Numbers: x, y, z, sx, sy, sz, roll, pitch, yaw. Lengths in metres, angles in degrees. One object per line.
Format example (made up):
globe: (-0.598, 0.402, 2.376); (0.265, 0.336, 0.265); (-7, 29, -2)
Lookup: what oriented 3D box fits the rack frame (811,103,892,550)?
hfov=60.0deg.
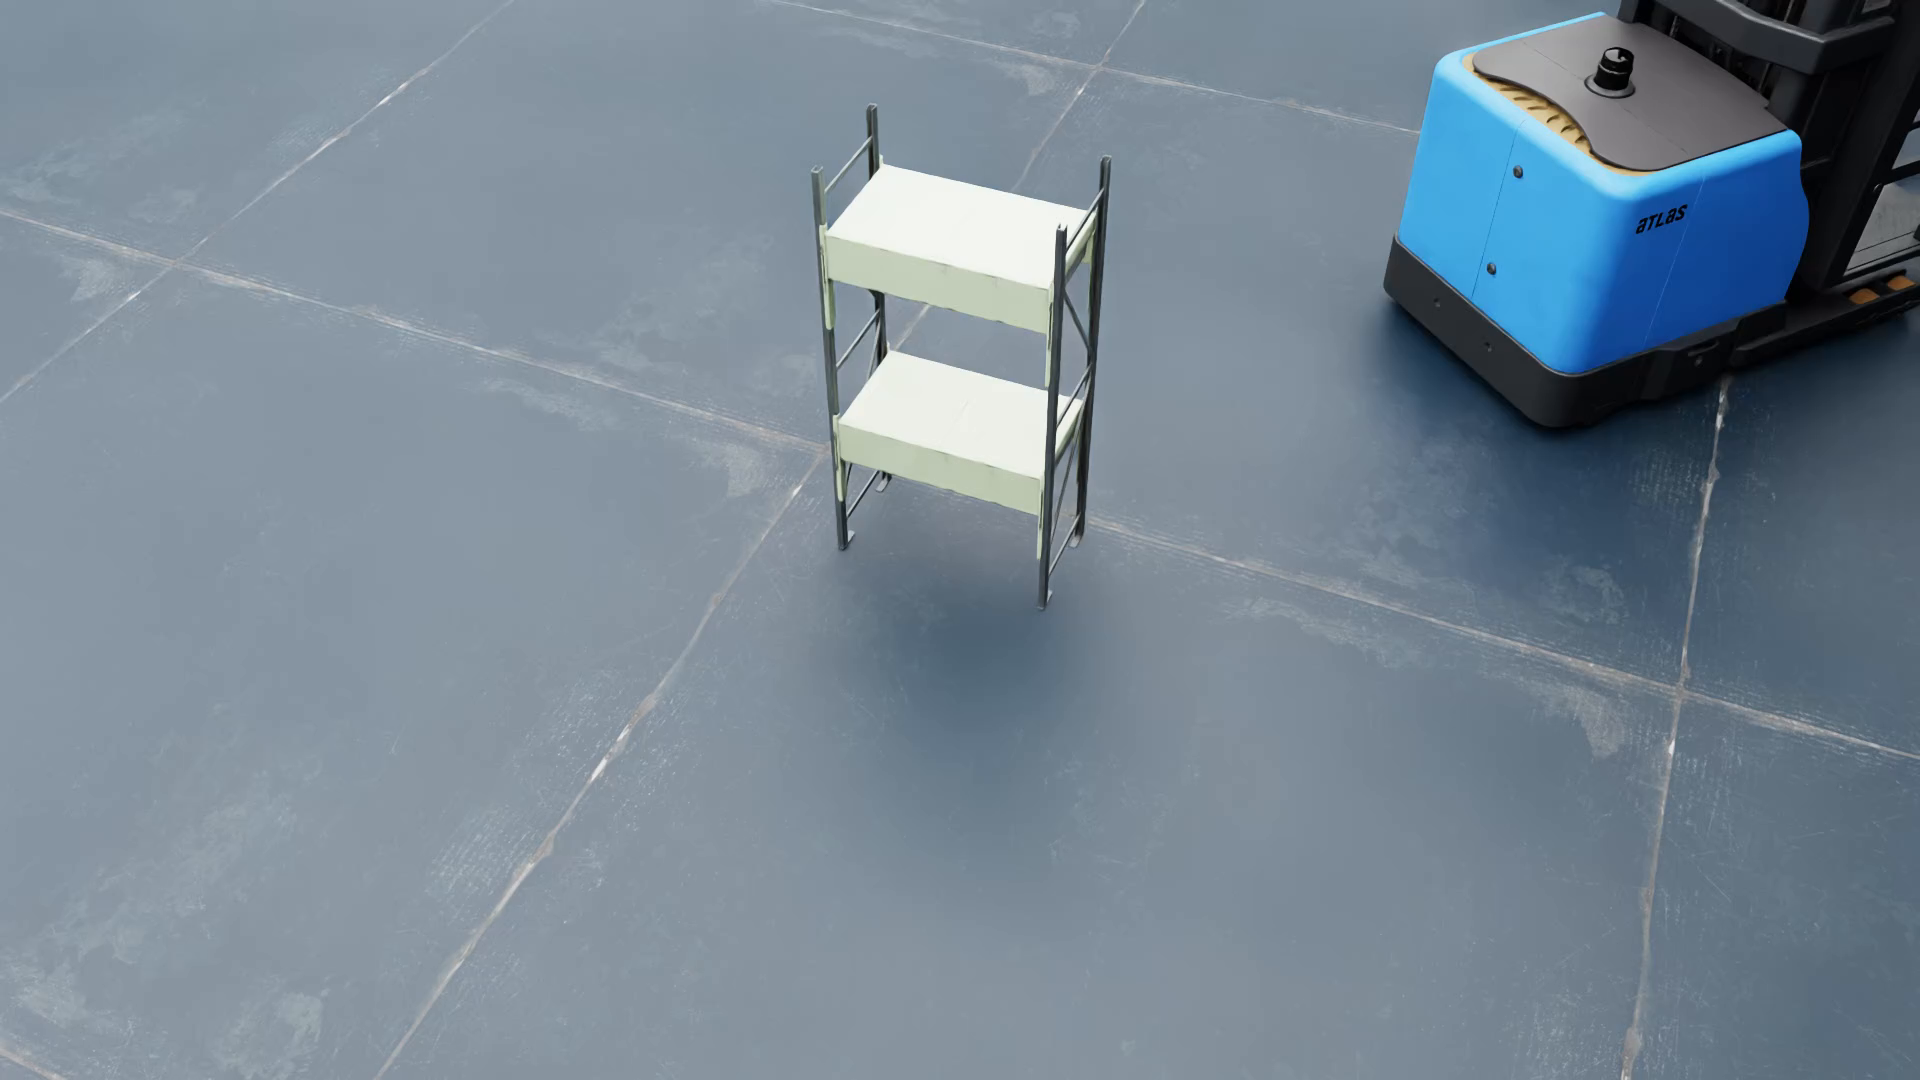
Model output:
rack frame: (-0.332, -0.629, 5.319); (0.023, 1.500, 0.400); (16, 47, 16)

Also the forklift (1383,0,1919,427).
forklift: (3.251, -2.178, 5.861); (3.031, 2.935, 1.130); (-19, 48, -18)

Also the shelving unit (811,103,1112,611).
shelving unit: (0.006, -0.530, 5.219); (0.755, 1.500, 0.431); (16, 47, 16)

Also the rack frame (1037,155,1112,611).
rack frame: (0.344, -0.430, 5.119); (0.023, 1.500, 0.400); (16, 47, 16)

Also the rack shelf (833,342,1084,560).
rack shelf: (0.006, -0.299, 5.449); (0.720, 0.370, 0.431); (16, 47, 16)

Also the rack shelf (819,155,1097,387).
rack shelf: (0.006, -0.807, 4.944); (0.720, 0.370, 0.431); (16, 47, 16)
